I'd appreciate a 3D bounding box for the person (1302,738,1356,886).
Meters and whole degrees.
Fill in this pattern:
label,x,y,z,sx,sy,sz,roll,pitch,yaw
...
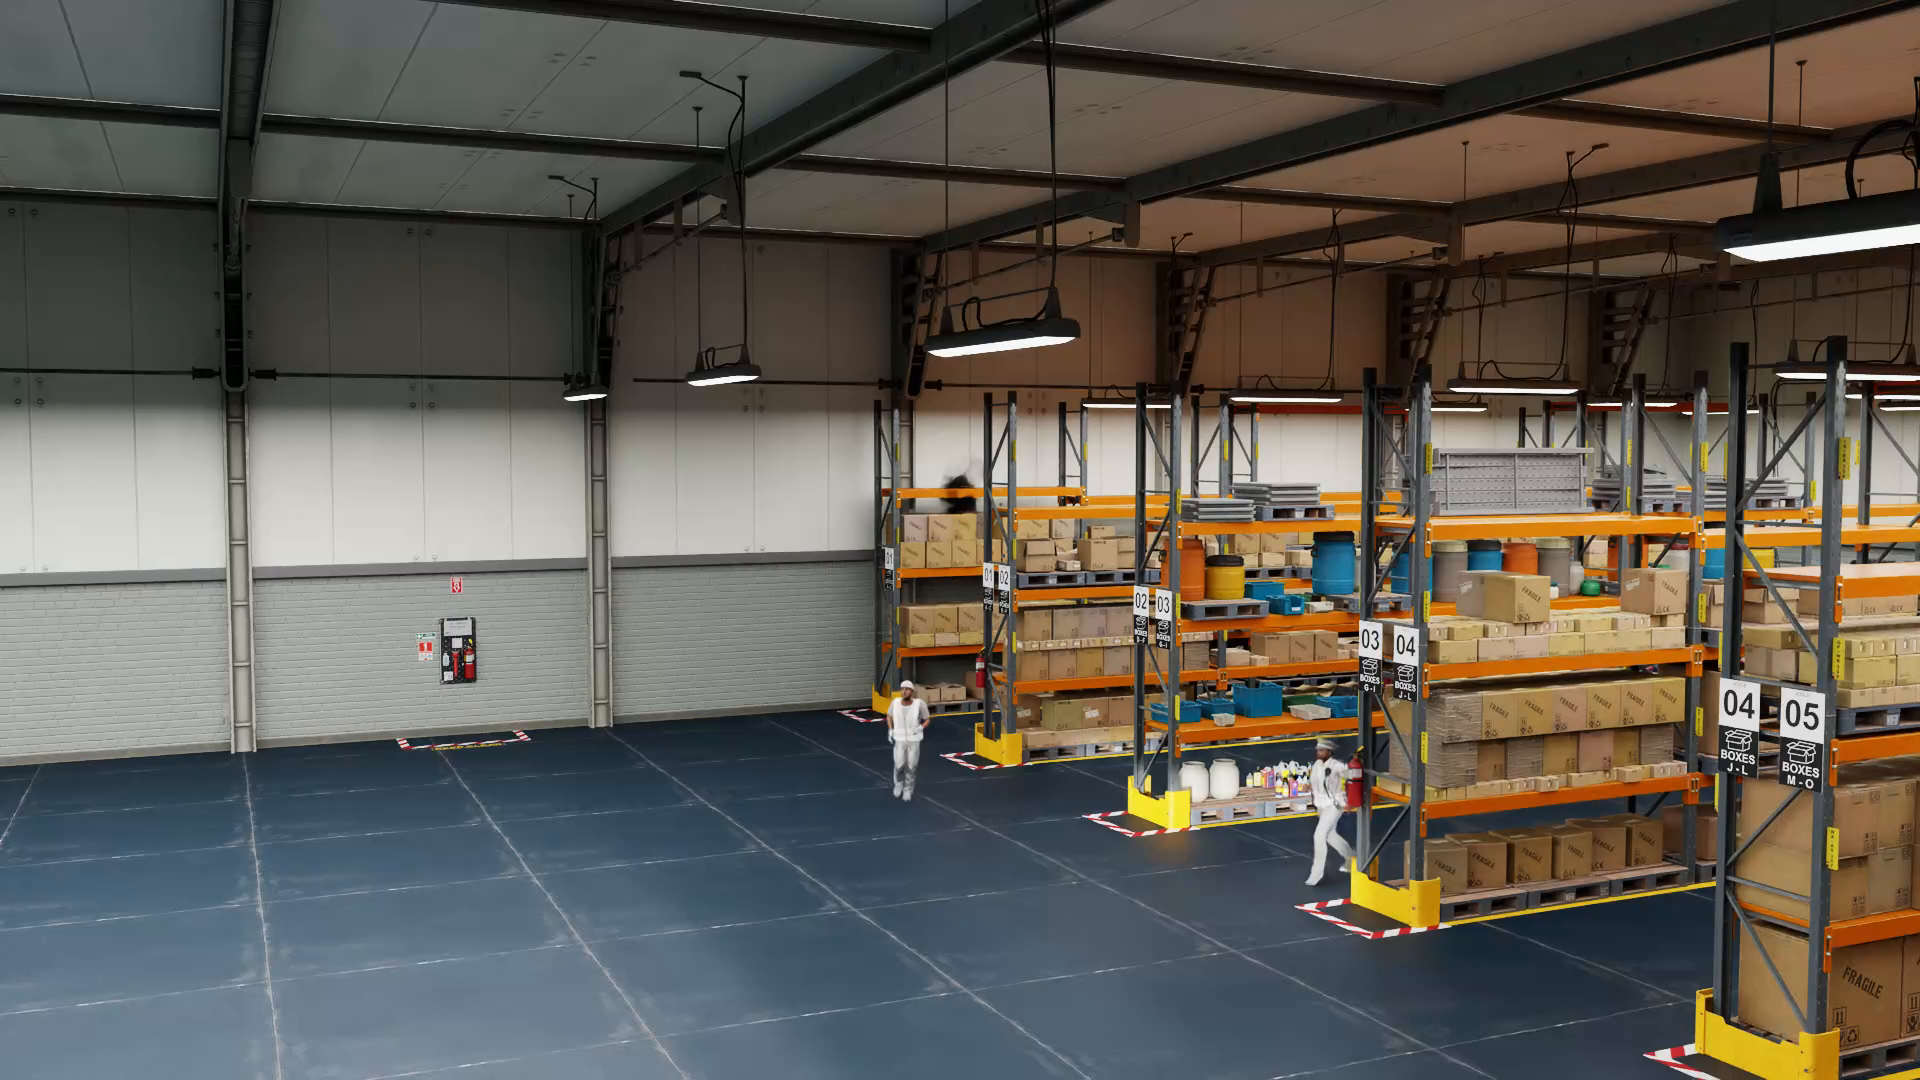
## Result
label,x,y,z,sx,sy,sz,roll,pitch,yaw
person,4.387,3.184,19.683,0.869,1.724,0.608,-1,4,-24

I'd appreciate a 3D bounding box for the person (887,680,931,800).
label,x,y,z,sx,sy,sz,roll,pitch,yaw
person,-0.756,2.893,23.913,0.661,1.744,0.594,0,3,5
